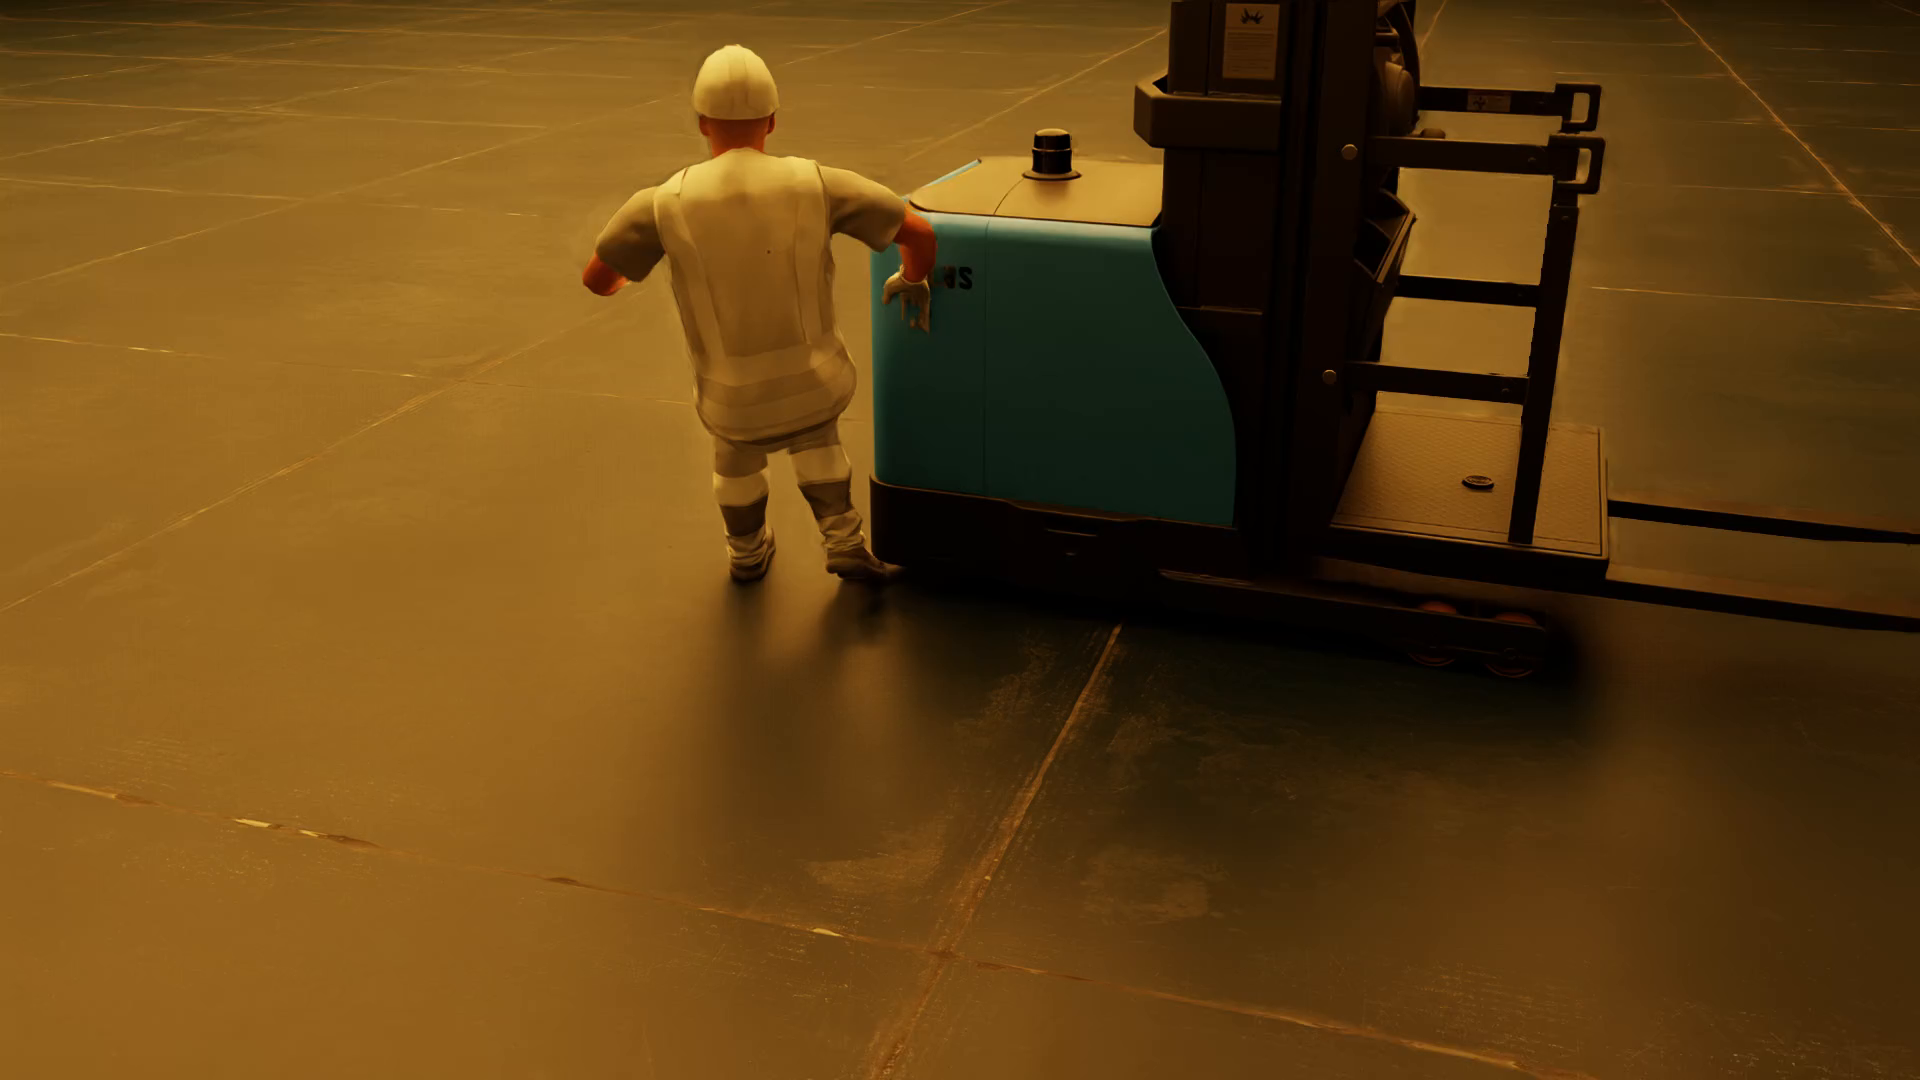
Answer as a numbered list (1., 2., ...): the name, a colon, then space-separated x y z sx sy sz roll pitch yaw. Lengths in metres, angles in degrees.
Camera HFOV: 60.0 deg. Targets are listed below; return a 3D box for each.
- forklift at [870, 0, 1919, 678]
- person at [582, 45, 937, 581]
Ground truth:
1. forklift: 1.315 -1.229 4.258 3.031 2.935 1.130 8 24 18
2. person: -0.533 -0.538 4.412 0.902 1.540 0.871 -6 23 -15
